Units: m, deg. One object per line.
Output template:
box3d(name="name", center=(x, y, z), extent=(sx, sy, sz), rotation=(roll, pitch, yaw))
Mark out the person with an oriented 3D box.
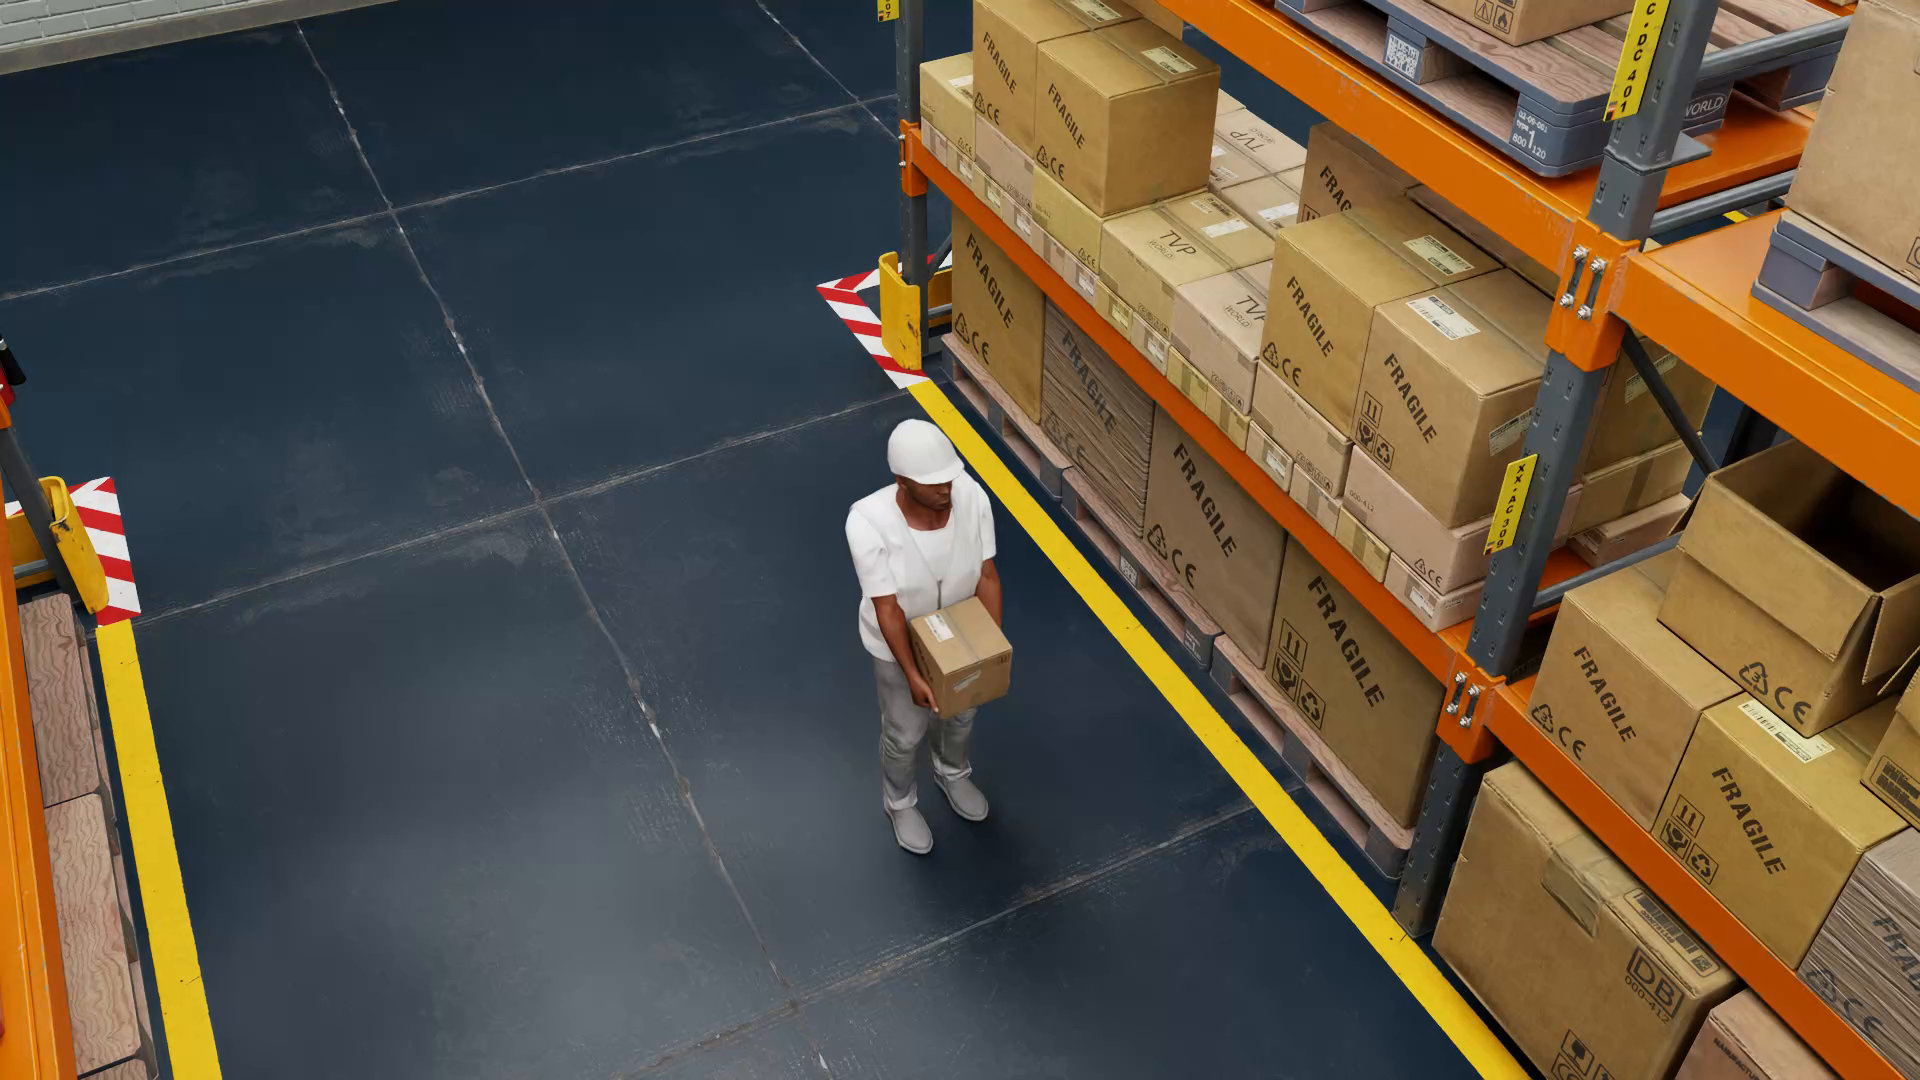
box3d(name="person", center=(-0.072, 0.382, 5.703), extent=(0.505, 1.763, 0.557), rotation=(-19, 45, -21))
